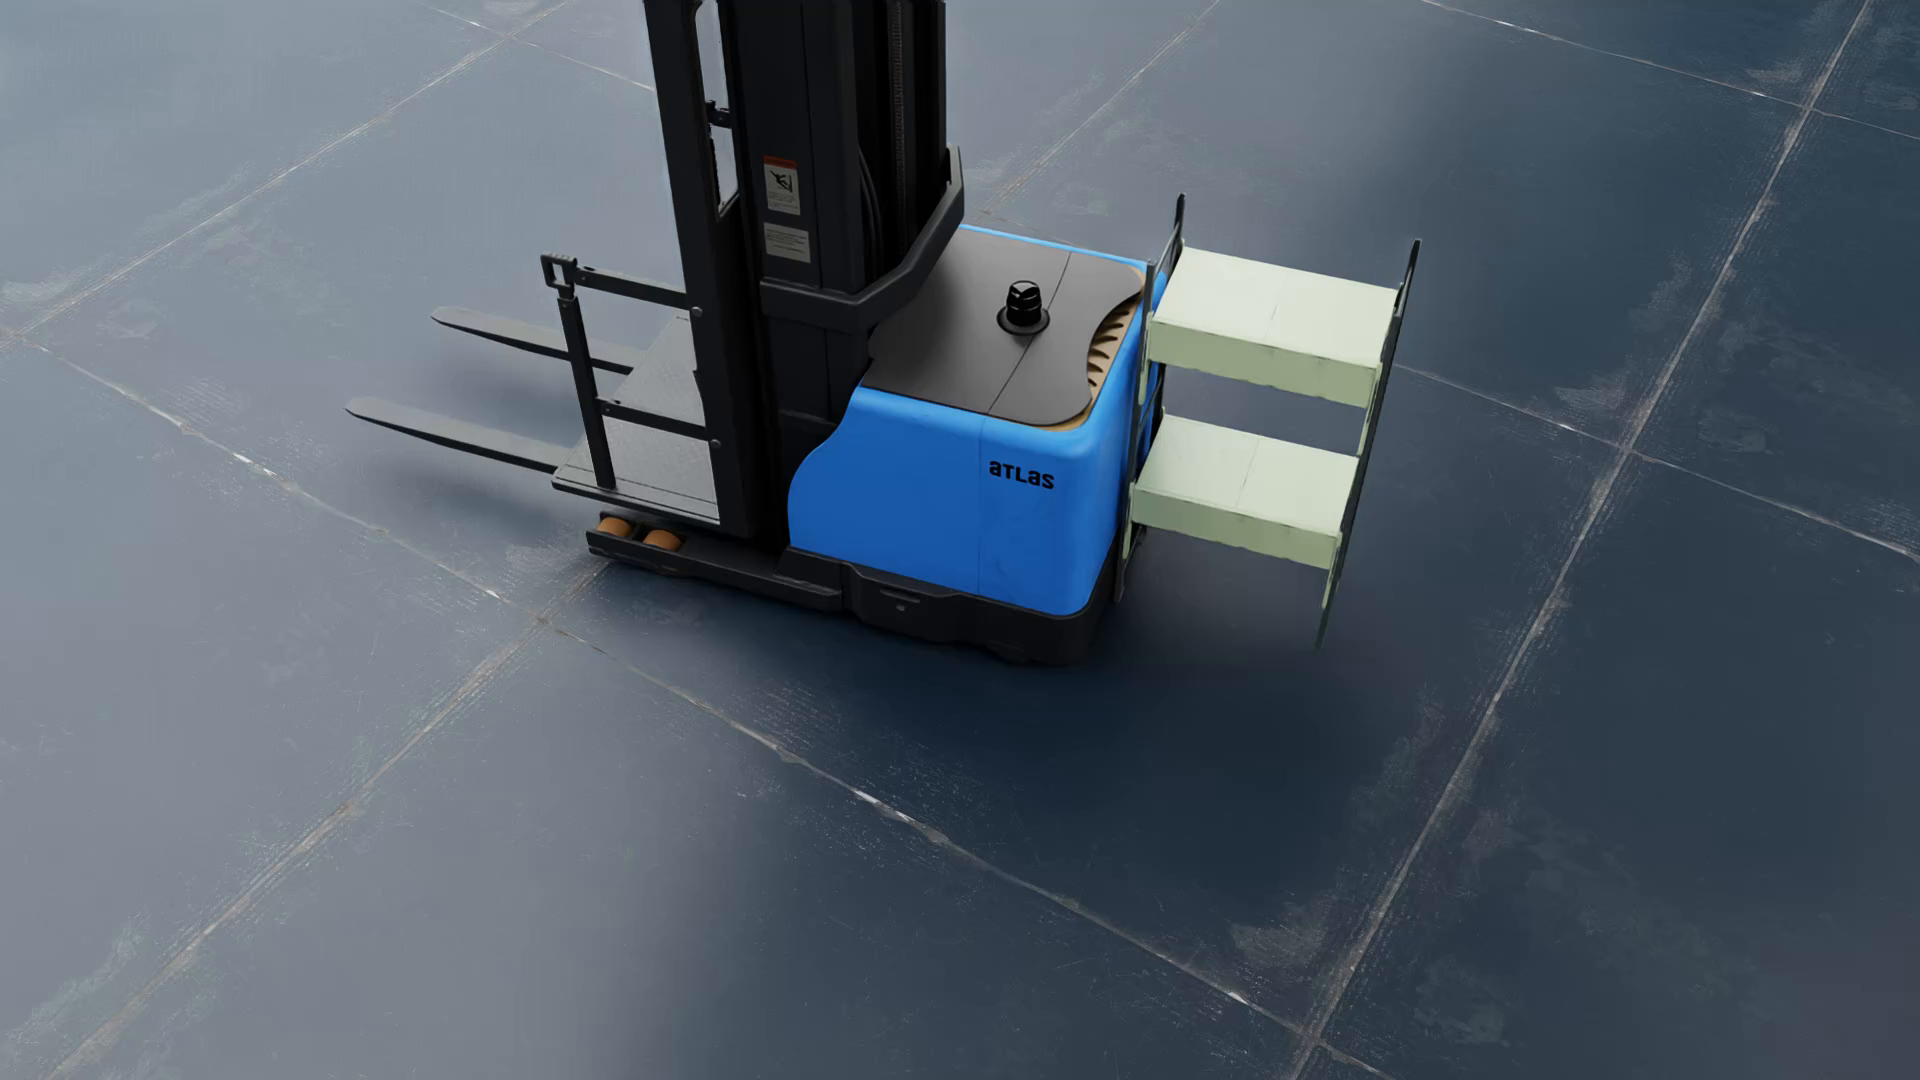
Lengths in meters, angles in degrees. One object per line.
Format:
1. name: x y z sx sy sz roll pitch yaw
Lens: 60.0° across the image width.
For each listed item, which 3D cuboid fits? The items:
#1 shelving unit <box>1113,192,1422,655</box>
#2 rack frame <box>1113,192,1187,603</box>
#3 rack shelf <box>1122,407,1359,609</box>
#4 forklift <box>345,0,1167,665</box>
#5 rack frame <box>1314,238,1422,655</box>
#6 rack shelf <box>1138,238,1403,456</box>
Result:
1. shelving unit: 0.979 -0.344 5.539 0.755 1.500 0.431 14 48 14
2. rack frame: 0.634 -0.432 5.624 0.023 1.500 0.400 14 48 14
3. rack shelf: 0.979 -0.117 5.773 0.720 0.370 0.431 14 48 14
4. forklift: -0.845 -1.237 5.408 3.031 2.935 1.130 14 48 14
5. rack frame: 1.324 -0.256 5.453 0.023 1.500 0.400 14 48 14
6. rack shelf: 0.979 -0.616 5.259 0.720 0.370 0.431 14 48 14
